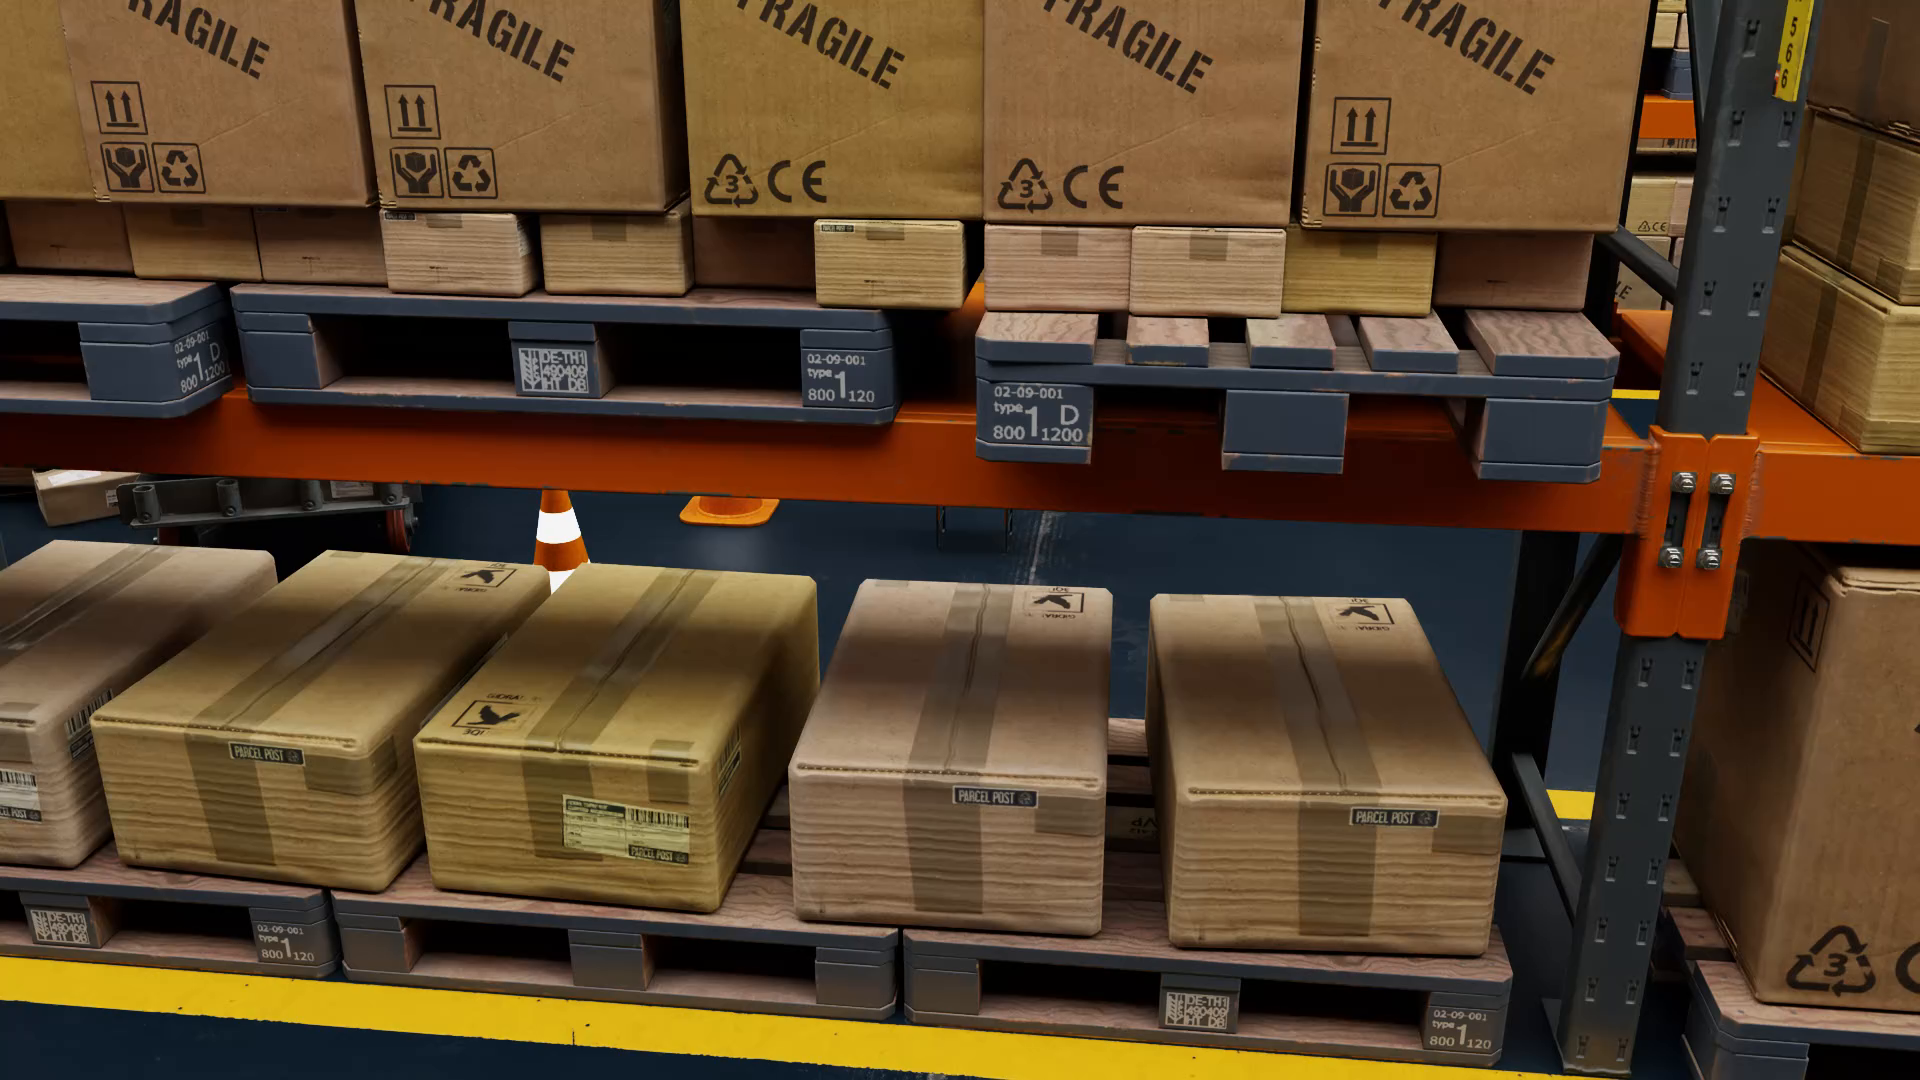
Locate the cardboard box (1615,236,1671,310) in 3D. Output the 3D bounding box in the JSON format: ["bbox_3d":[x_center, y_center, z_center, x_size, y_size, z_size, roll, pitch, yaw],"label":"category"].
[{"bbox_3d":[2.965,-1.222,7.780,0.500,0.500,0.500,3,22,7],"label":"cardboard box"}]

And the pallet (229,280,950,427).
[{"bbox_3d":[-0.660,-0.503,3.394,1.213,0.211,1.003,2,22,6],"label":"pallet"}]

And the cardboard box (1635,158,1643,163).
[{"bbox_3d":[3.006,-1.763,8.129,0.500,0.250,0.500,3,22,7],"label":"cardboard box"}]

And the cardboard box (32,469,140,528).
[{"bbox_3d":[-3.218,-0.242,6.192,0.396,0.266,0.258,-14,25,-31],"label":"cardboard box"}]

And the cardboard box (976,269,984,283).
[{"bbox_3d":[0.331,-1.578,8.341,0.750,0.750,1.050,3,22,7],"label":"cardboard box"}]

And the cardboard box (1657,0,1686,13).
[{"bbox_3d":[3.035,-2.424,7.357,0.250,0.149,0.380,3,22,7],"label":"cardboard box"}]

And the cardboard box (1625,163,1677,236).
[{"bbox_3d":[2.953,-1.575,7.653,0.500,0.250,0.500,2,22,6],"label":"cardboard box"}]

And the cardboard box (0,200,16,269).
[{"bbox_3d":[-1.903,-0.620,3.199,0.250,0.149,0.380,3,22,7],"label":"cardboard box"}]

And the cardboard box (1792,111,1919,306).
[{"bbox_3d":[1.785,-0.573,2.832,0.500,0.250,0.500,2,22,6],"label":"cardboard box"}]

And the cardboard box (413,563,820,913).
[{"bbox_3d":[-0.735,0.413,3.819,0.625,0.372,0.950,3,22,8],"label":"cardboard box"}]

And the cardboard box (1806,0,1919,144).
[{"bbox_3d":[1.772,-0.923,2.698,0.500,0.500,0.500,2,22,5],"label":"cardboard box"}]

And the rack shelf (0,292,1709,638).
[{"bbox_3d":[-0.675,-0.274,3.531,4.000,0.370,1.077,2,22,6],"label":"rack shelf"}]

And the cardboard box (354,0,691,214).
[{"bbox_3d":[-0.731,-0.884,2.984,0.500,0.500,0.500,2,22,4],"label":"cardboard box"}]

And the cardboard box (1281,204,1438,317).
[{"bbox_3d":[0.683,-0.514,2.930,0.250,0.149,0.380,3,22,7],"label":"cardboard box"}]

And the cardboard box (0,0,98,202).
[{"bbox_3d":[-1.732,-0.929,3.097,0.500,0.500,0.500,3,22,6],"label":"cardboard box"}]

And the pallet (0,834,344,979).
[{"bbox_3d":[-1.888,0.635,4.047,1.213,0.211,1.003,2,22,6],"label":"pallet"}]

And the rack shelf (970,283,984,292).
[{"bbox_3d":[0.053,-0.740,5.641,0.240,0.259,0.215,2,22,6],"label":"rack shelf"}]

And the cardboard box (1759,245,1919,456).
[{"bbox_3d":[1.767,-0.339,2.922,0.500,0.250,0.500,2,22,5],"label":"cardboard box"}]

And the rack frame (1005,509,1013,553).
[{"bbox_3d":[0.174,-0.481,5.728,0.008,1.050,0.200,2,22,6],"label":"rack frame"}]

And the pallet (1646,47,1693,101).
[{"bbox_3d":[3.764,-2.174,7.619,1.213,0.211,1.003,2,22,6],"label":"pallet"}]

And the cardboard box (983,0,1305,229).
[{"bbox_3d":[0.312,-0.839,2.869,0.500,0.500,0.500,2,22,5],"label":"cardboard box"}]

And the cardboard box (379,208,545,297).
[{"bbox_3d":[-0.858,-0.568,3.066,0.250,0.149,0.380,3,22,8],"label":"cardboard box"}]

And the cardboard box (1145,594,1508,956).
[{"bbox_3d":[0.751,0.477,3.657,0.625,0.372,0.950,1,22,3],"label":"cardboard box"}]

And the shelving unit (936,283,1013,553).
[{"bbox_3d":[0.053,-0.486,5.741,0.252,1.050,0.215,2,22,6],"label":"shelving unit"}]

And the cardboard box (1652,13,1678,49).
[{"bbox_3d":[3.016,-2.285,7.409,0.250,0.149,0.380,3,22,9],"label":"cardboard box"}]

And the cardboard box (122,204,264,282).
[{"bbox_3d":[-1.362,-0.609,3.172,0.250,0.149,0.380,3,22,7],"label":"cardboard box"}]

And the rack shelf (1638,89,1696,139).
[{"bbox_3d":[3.779,-1.912,7.676,4.000,0.370,1.077,2,22,6],"label":"rack shelf"}]

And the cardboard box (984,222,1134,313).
[{"bbox_3d":[0.179,-0.522,2.951,0.250,0.149,0.380,1,22,4],"label":"cardboard box"}]

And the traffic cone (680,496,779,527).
[{"bbox_3d":[-0.859,-0.325,6.133,0.334,0.463,0.336,2,22,6],"label":"traffic cone"}]

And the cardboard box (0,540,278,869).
[{"bbox_3d":[-2.140,0.354,3.969,0.625,0.372,0.950,3,22,7],"label":"cardboard box"}]

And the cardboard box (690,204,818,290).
[{"bbox_3d":[-0.331,-0.586,3.112,0.250,0.149,0.380,3,22,7],"label":"cardboard box"}]

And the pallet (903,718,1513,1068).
[{"bbox_3d":[0.535,0.740,3.780,1.213,0.211,1.003,2,22,6],"label":"pallet"}]

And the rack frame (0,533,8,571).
[{"bbox_3d":[-2.661,-0.695,3.618,0.127,3.000,1.000,2,22,6],"label":"rack frame"}]
